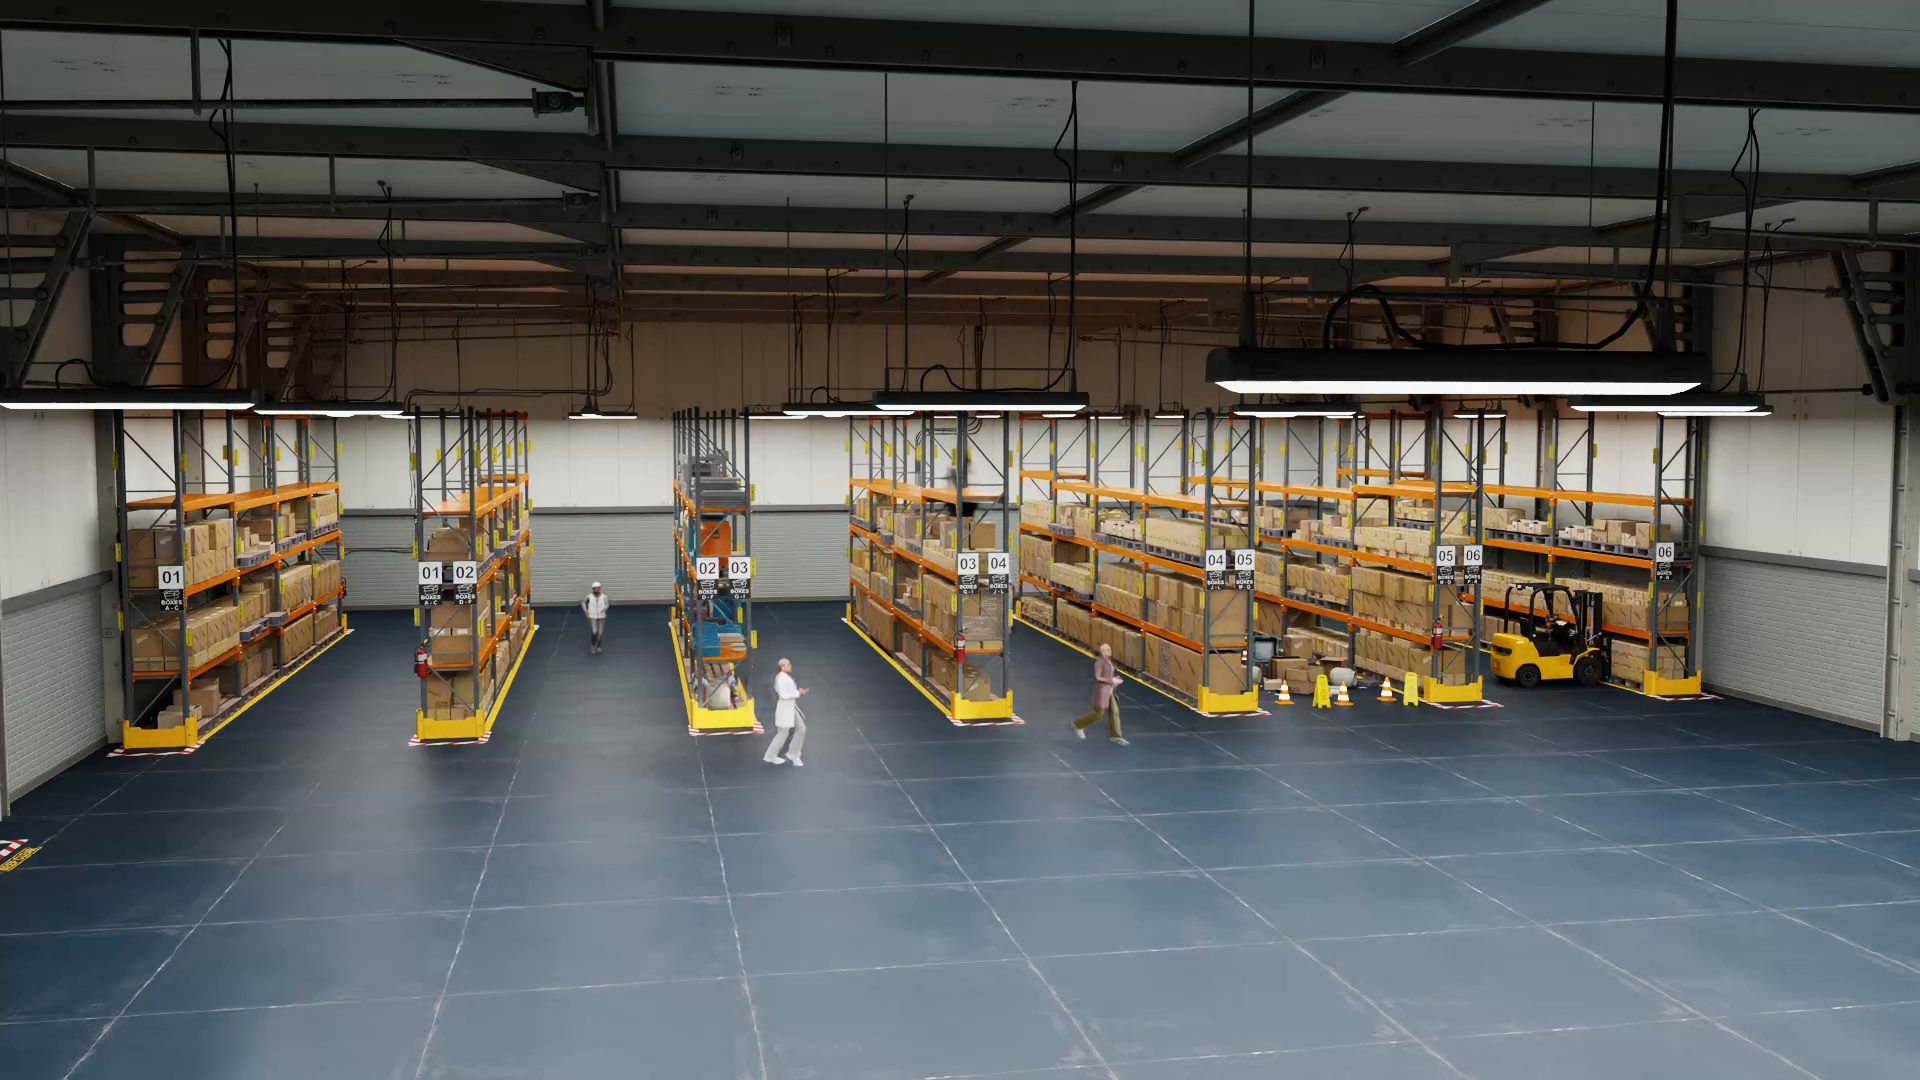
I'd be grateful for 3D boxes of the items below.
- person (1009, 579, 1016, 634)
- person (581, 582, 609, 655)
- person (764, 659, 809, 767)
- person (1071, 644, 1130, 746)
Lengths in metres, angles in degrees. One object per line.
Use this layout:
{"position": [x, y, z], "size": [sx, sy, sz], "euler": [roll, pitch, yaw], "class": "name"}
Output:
{"position": [1.216, 1.681, 45.265], "size": [0.612, 1.706, 0.909], "euler": [-1, 4, -11], "class": "person"}
{"position": [-8.972, 1.938, 41.026], "size": [0.656, 1.805, 0.627], "euler": [-2, 4, -22], "class": "person"}
{"position": [-2.866, 2.881, 27.575], "size": [0.790, 1.840, 0.684], "euler": [1, 4, 10], "class": "person"}
{"position": [2.512, 2.738, 29.571], "size": [1.048, 1.786, 0.719], "euler": [2, 5, 28], "class": "person"}
